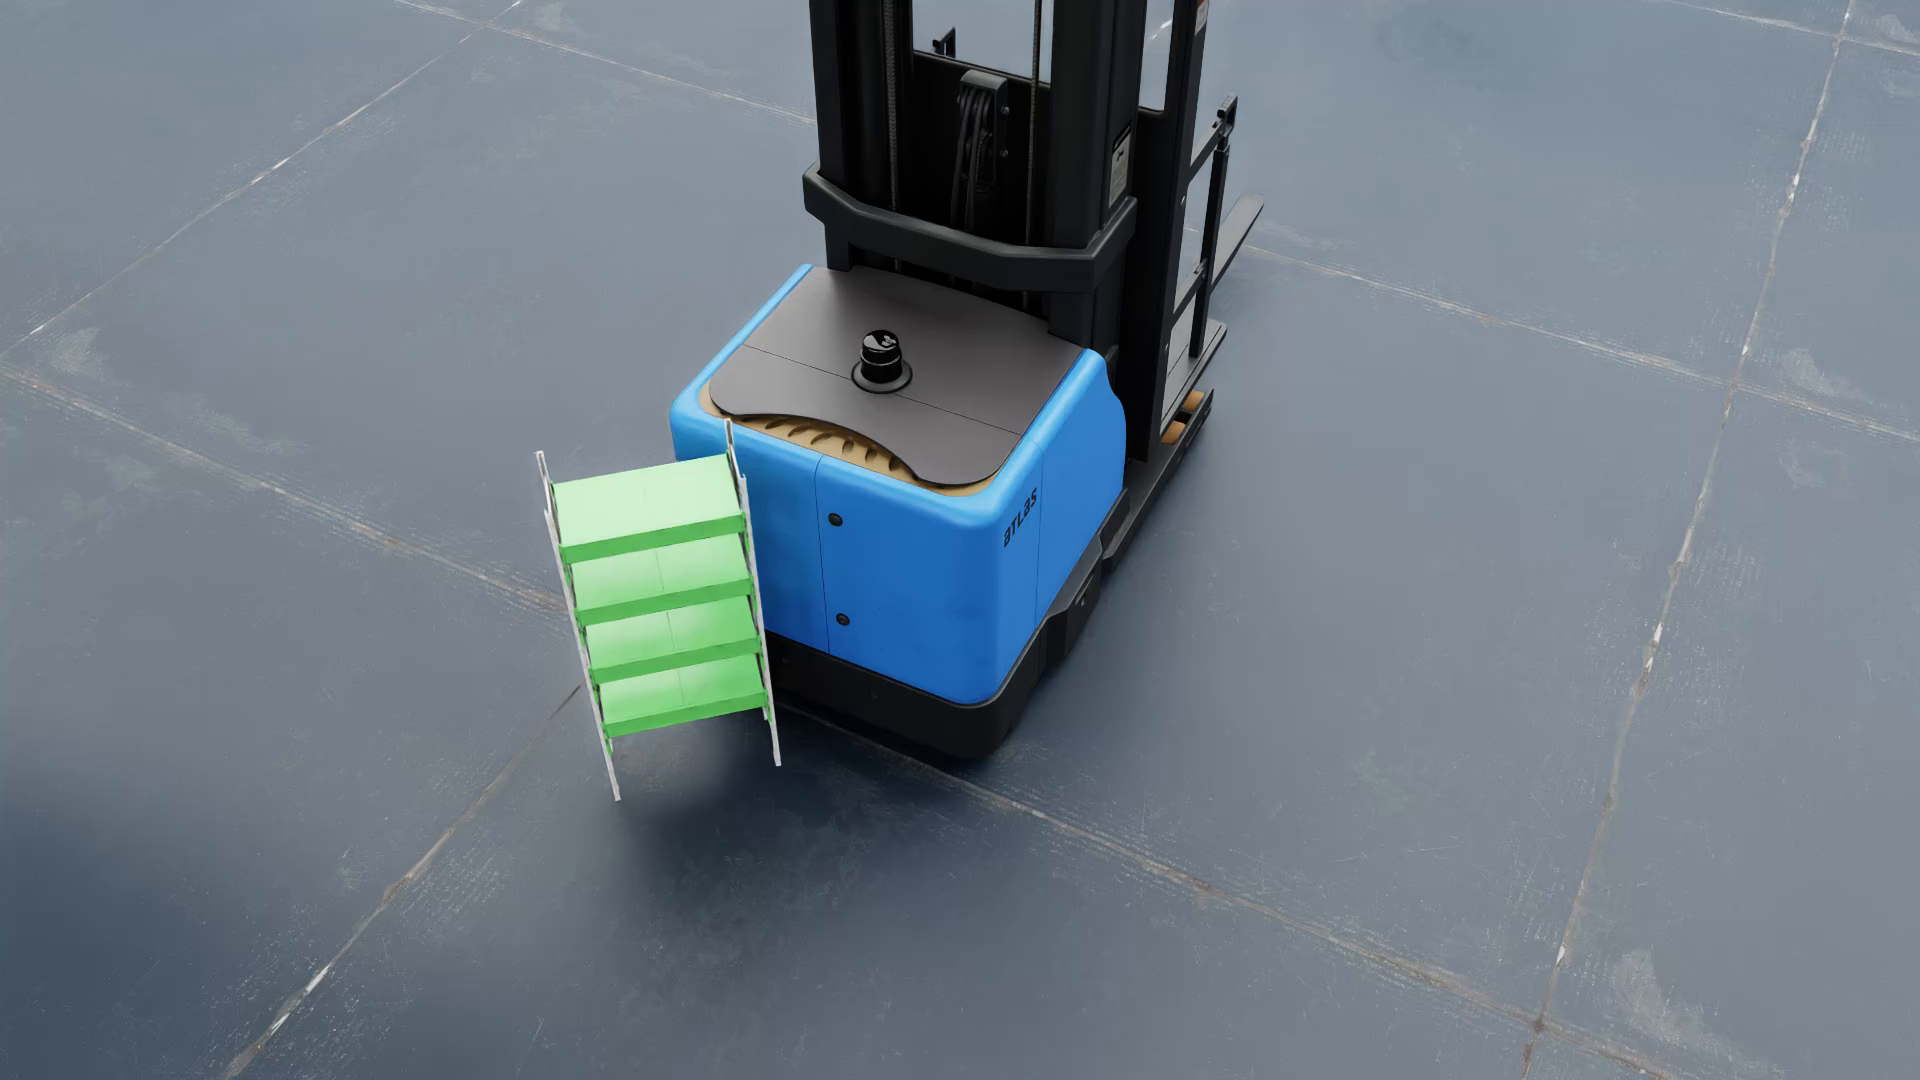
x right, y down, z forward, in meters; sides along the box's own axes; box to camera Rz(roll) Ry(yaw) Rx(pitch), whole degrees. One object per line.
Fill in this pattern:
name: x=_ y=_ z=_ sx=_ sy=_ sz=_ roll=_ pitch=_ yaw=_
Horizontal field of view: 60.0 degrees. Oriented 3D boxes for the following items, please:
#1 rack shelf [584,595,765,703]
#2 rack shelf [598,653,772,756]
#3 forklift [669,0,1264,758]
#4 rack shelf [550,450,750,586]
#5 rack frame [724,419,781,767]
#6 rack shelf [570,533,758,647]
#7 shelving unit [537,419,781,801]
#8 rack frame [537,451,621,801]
rack shelf: x=-0.818 y=0.276 z=4.723 sx=0.480 sy=0.148 sz=0.258 roll=-11 pitch=46 yaw=-11
rack shelf: x=-0.819 y=0.444 z=4.894 sx=0.480 sy=0.148 sz=0.258 roll=-11 pitch=46 yaw=-11
forklift: x=0.276 y=-1.427 z=5.100 sx=1.130 sy=2.935 sz=3.031 roll=19 pitch=48 yaw=18
rack shelf: x=-0.818 y=-0.062 z=4.382 sx=0.480 sy=0.148 sz=0.258 roll=-11 pitch=46 yaw=-11
rack frame: x=-0.583 y=0.186 z=4.723 sx=0.015 sy=1.200 sz=0.240 roll=-11 pitch=46 yaw=-11
rack shelf: x=-0.818 y=0.107 z=4.553 sx=0.480 sy=0.148 sz=0.258 roll=-11 pitch=46 yaw=-11
shelving unit: x=-0.818 y=0.231 z=4.678 sx=0.503 sy=1.200 sz=0.258 roll=-11 pitch=46 yaw=-11
rack frame: x=-1.054 y=0.276 z=4.633 sx=0.015 sy=1.200 sz=0.240 roll=-11 pitch=46 yaw=-11
